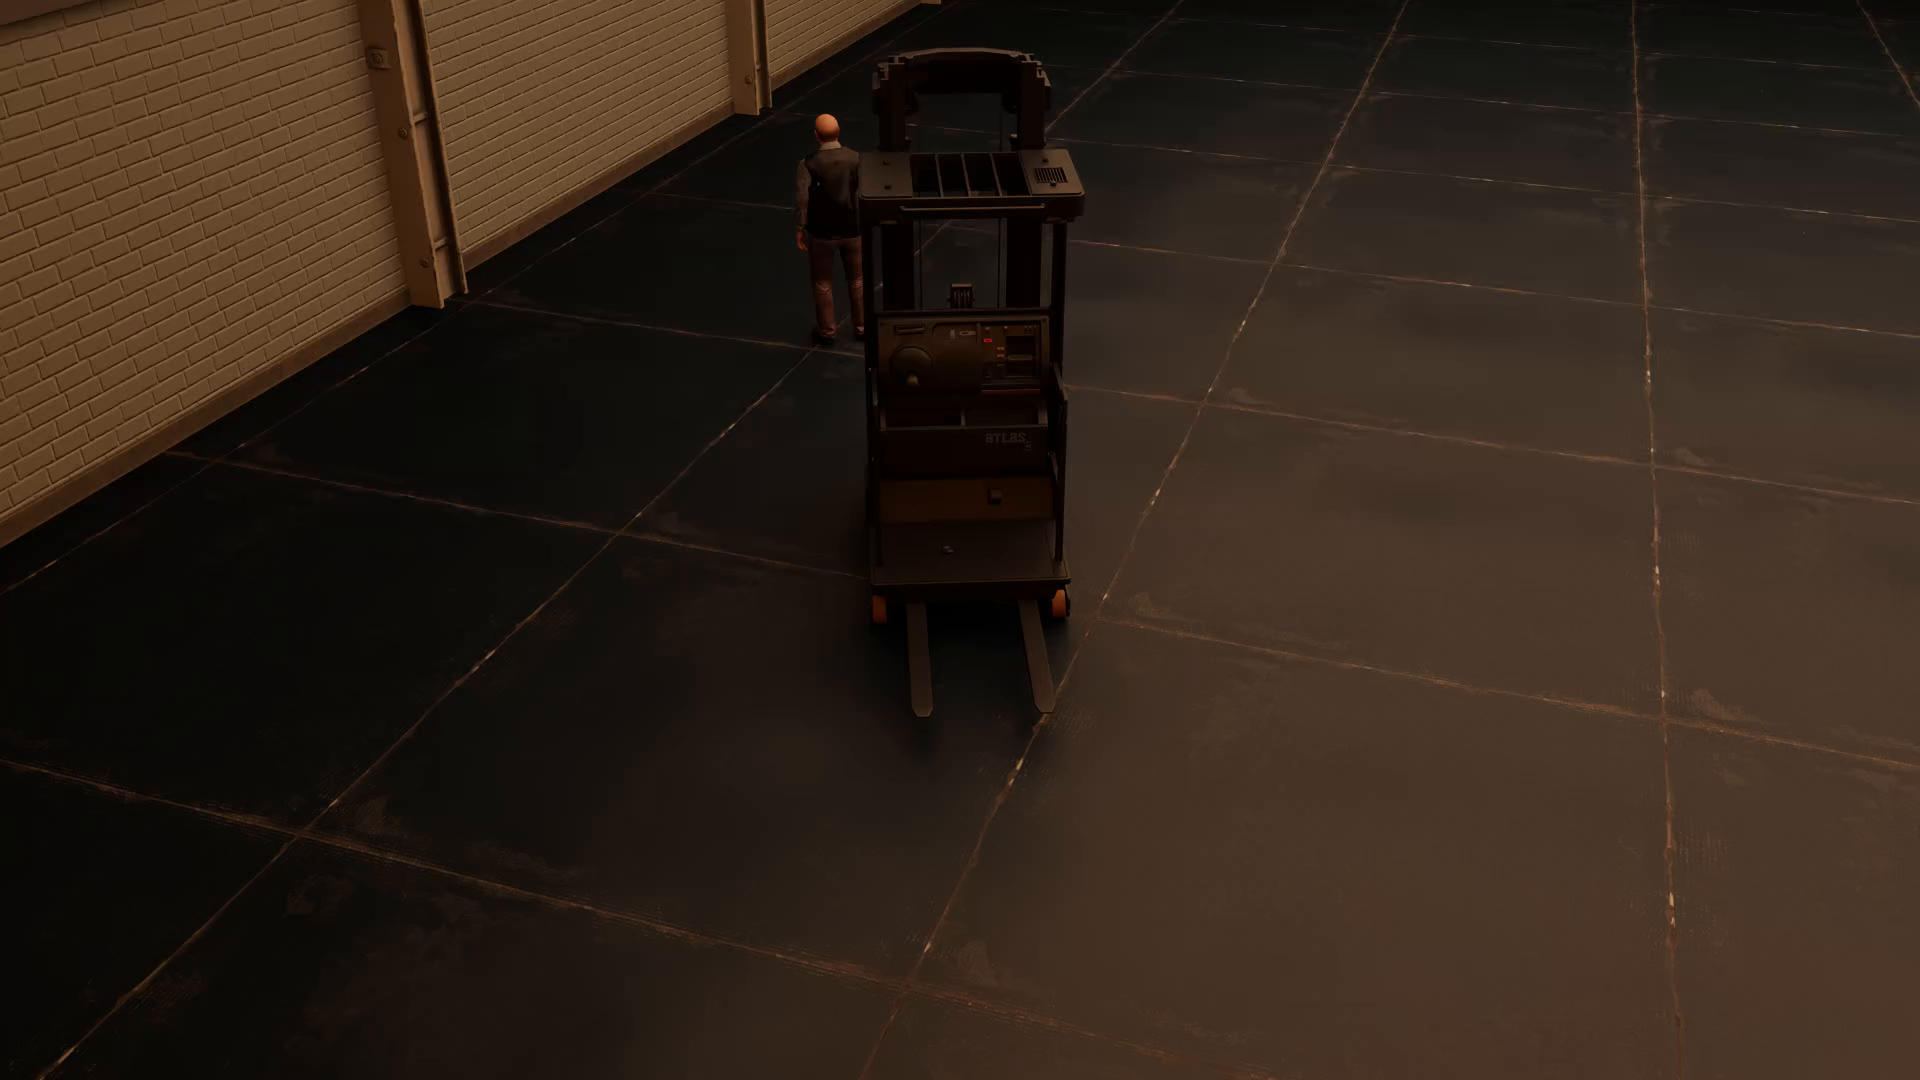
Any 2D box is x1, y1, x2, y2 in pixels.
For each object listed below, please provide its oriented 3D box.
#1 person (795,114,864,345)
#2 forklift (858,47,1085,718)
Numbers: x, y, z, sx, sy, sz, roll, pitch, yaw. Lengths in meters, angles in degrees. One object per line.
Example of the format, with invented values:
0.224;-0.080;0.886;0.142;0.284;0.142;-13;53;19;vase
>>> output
-0.929;-2.295;12.384;0.589;1.721;0.414;-8;31;-14;person
0.035;-0.972;8.842;1.130;2.935;3.031;-2;30;-3;forklift
